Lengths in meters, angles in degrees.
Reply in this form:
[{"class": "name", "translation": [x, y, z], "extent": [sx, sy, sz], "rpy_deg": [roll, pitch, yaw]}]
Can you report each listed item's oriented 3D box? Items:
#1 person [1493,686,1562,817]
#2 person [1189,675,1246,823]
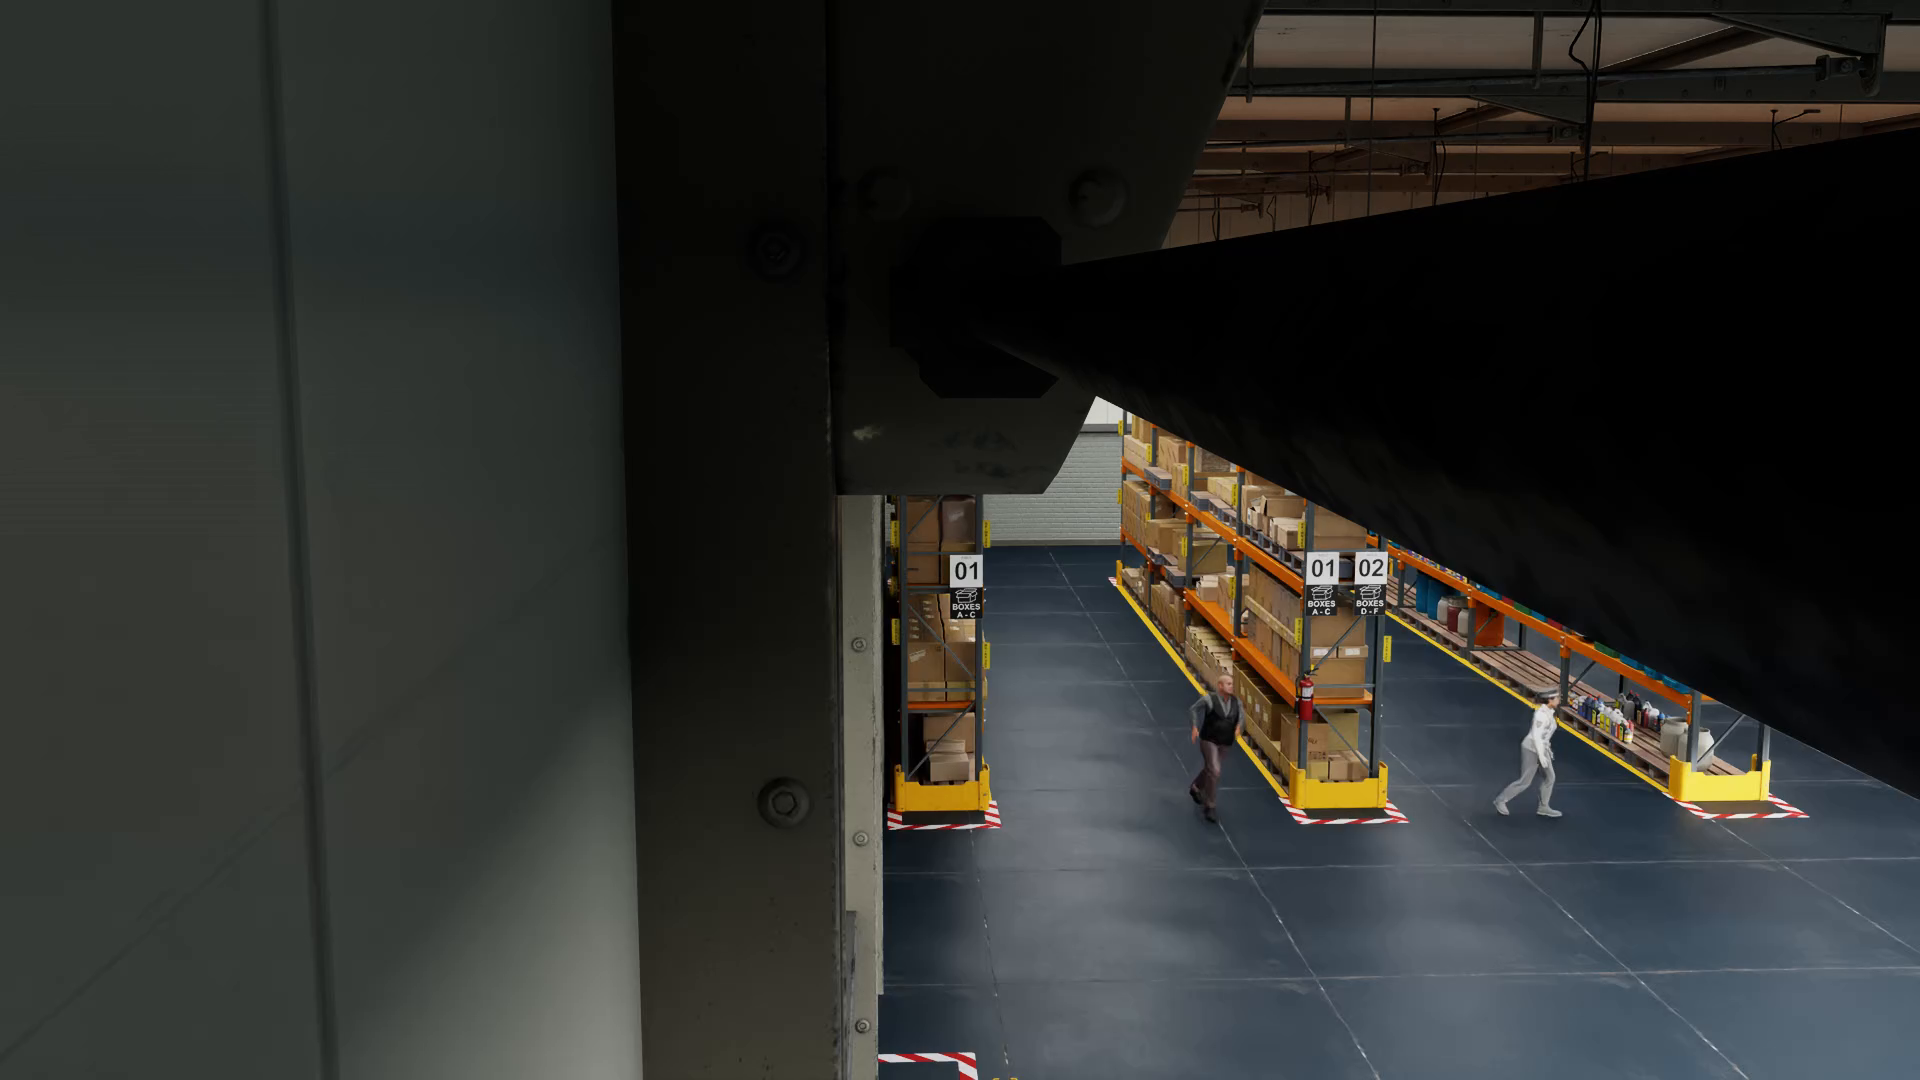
[{"class": "person", "translation": [6.962, 2.564, 20.285], "extent": [0.777, 1.617, 0.661], "rpy_deg": [4, 9, 26]}, {"class": "person", "translation": [3.136, 2.479, 20.323], "extent": [0.701, 1.689, 0.910], "rpy_deg": [-4, 9, -23]}]
